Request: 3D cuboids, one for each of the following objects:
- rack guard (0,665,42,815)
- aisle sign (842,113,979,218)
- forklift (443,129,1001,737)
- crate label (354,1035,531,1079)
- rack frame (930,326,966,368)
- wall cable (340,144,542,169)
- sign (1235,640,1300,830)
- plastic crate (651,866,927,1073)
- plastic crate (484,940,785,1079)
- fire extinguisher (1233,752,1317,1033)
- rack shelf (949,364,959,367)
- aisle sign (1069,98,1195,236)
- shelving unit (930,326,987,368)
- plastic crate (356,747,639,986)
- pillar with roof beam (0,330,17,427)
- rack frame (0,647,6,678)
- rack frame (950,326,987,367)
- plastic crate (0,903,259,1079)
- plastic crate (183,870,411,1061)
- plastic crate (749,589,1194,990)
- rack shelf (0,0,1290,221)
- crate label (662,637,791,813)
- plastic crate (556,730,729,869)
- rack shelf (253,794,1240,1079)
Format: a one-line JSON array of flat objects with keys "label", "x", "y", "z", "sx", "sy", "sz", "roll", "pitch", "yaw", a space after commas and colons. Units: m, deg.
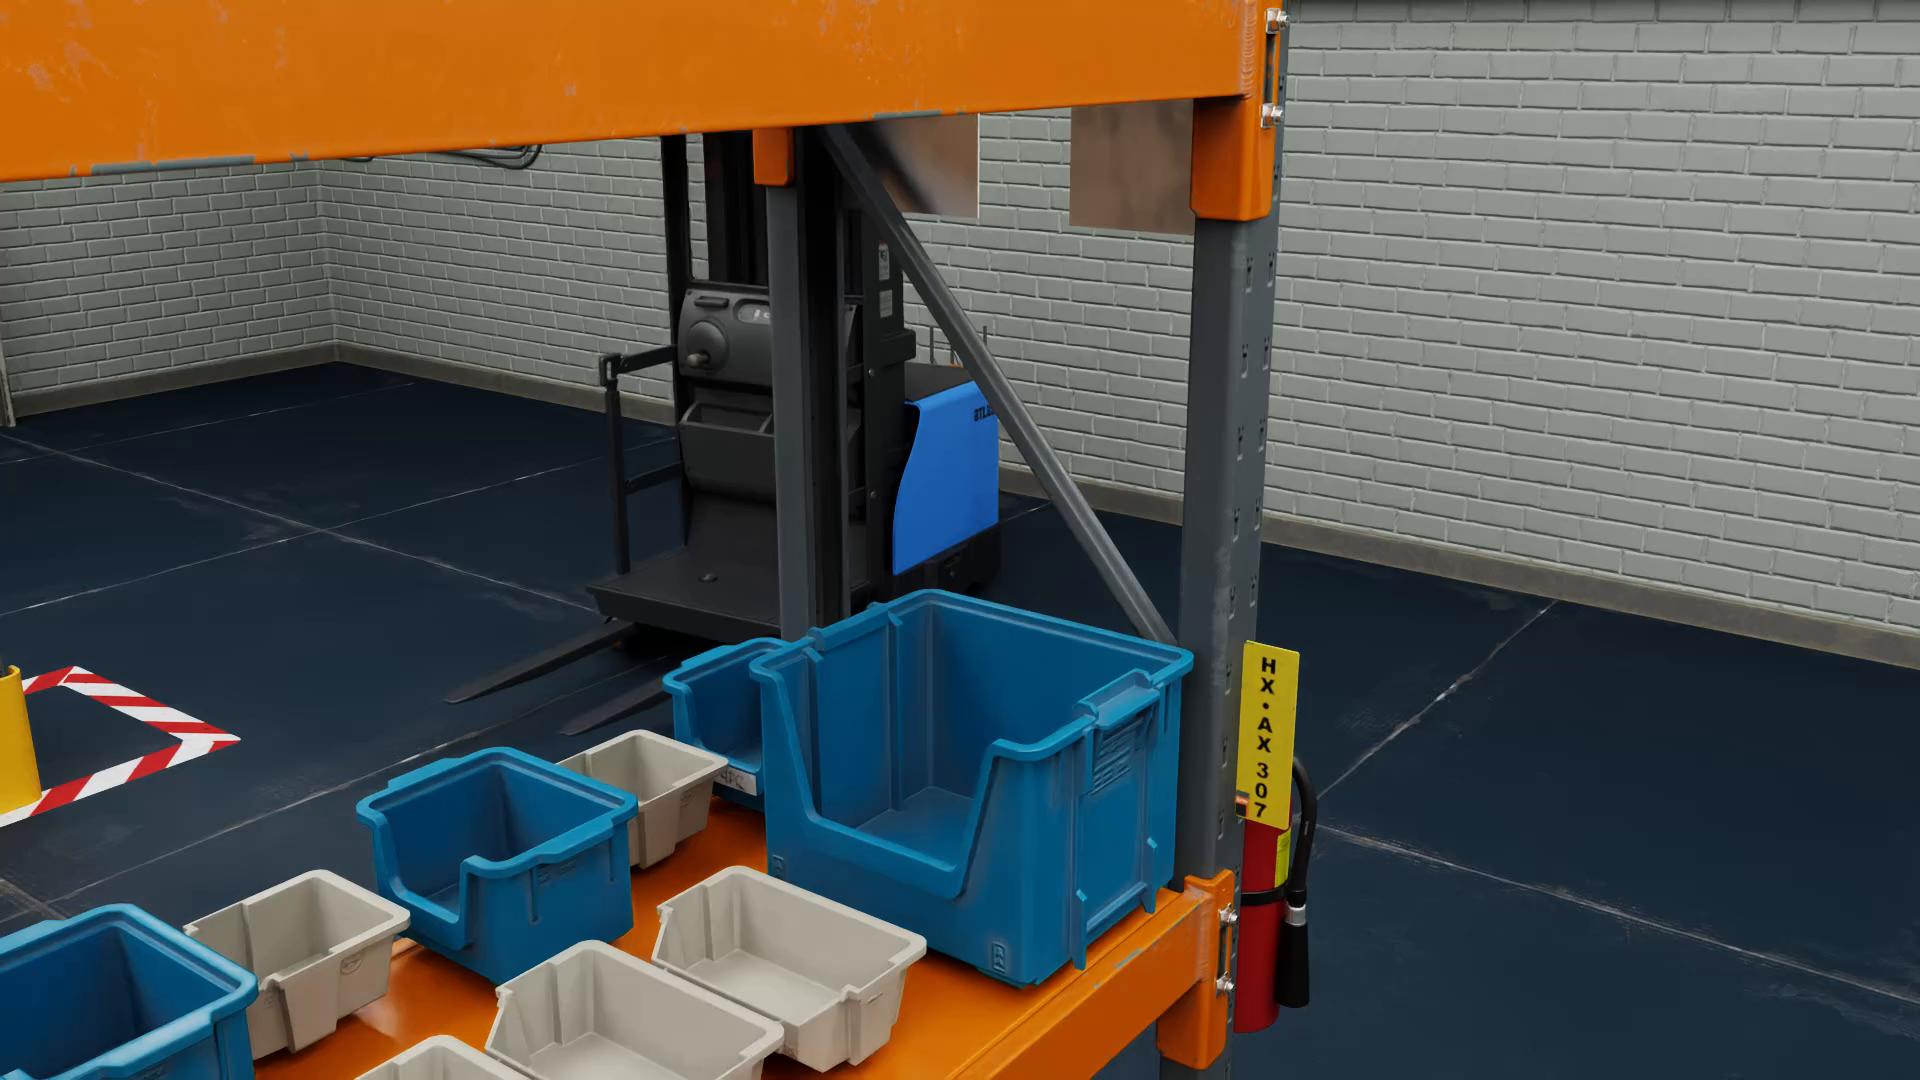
[{"label": "rack guard", "x": -3.950, "y": 0.654, "z": 6.294, "sx": 1.175, "sy": 0.500, "sz": 0.348, "roll": 12, "pitch": 21, "yaw": 35}, {"label": "aisle sign", "x": -0.125, "y": -0.992, "z": 2.998, "sx": 0.394, "sy": 0.787, "sz": 0.004, "roll": 12, "pitch": 21, "yaw": 35}, {"label": "forklift", "x": -0.967, "y": -0.900, "z": 7.198, "sx": 1.130, "sy": 2.935, "sz": 3.031, "roll": 10, "pitch": 20, "yaw": 29}, {"label": "crate label", "x": -0.600, "y": 0.779, "z": 2.020, "sx": 0.396, "sy": 0.136, "sz": 0.243, "roll": 12, "pitch": 21, "yaw": 35}, {"label": "rack frame", "x": -0.063, "y": -0.548, "z": 8.985, "sx": 0.240, "sy": 1.200, "sz": 0.006, "roll": 12, "pitch": 21, "yaw": 35}, {"label": "wall cable", "x": -4.229, "y": -4.098, "z": 12.503, "sx": 3.097, "sy": 2.526, "sz": 0.112, "roll": 12, "pitch": 21, "yaw": 35}, {"label": "sign", "x": 0.522, "y": 0.334, "z": 2.835, "sx": 0.100, "sy": 0.325, "sz": 0.005, "roll": 12, "pitch": 21, "yaw": 35}, {"label": "plastic crate", "x": -0.270, "y": 0.642, "z": 2.462, "sx": 0.396, "sy": 0.136, "sz": 0.243, "roll": 12, "pitch": 21, "yaw": 35}, {"label": "plastic crate", "x": -0.454, "y": 0.709, "z": 2.247, "sx": 0.396, "sy": 0.136, "sz": 0.243, "roll": 12, "pitch": 21, "yaw": 35}, {"label": "fire extinguisher", "x": 0.526, "y": 0.578, "z": 3.084, "sx": 0.296, "sy": 0.674, "sz": 0.183, "roll": 12, "pitch": 21, "yaw": 35}, {"label": "rack shelf", "x": -0.009, "y": -0.871, "z": 8.961, "sx": 0.258, "sy": 0.103, "sz": 0.180, "roll": 12, "pitch": 21, "yaw": 35}, {"label": "aisle sign", "x": 0.349, "y": -0.888, "z": 2.663, "sx": 0.394, "sy": 0.787, "sz": 0.004, "roll": 12, "pitch": 21, "yaw": 35}, {"label": "shelving unit", "x": -0.009, "y": -0.570, "z": 9.055, "sx": 0.258, "sy": 1.200, "sz": 0.189, "roll": 12, "pitch": 21, "yaw": 35}, {"label": "plastic crate", "x": -0.733, "y": 0.527, "z": 2.669, "sx": 0.416, "sy": 0.233, "sz": 0.300, "roll": 12, "pitch": 21, "yaw": 35}, {"label": "pillar with roof beam", "x": -3.514, "y": -4.332, "z": 8.021, "sx": 9.100, "sy": 9.000, "sz": 0.400, "roll": 12, "pitch": 21, "yaw": 35}, {"label": "rack frame", "x": -3.905, "y": -0.558, "z": 5.981, "sx": 1.000, "sy": 3.000, "sz": 0.127, "roll": 12, "pitch": 21, "yaw": 35}, {"label": "rack frame", "x": 0.046, "y": -0.591, "z": 9.125, "sx": 0.240, "sy": 1.200, "sz": 0.006, "roll": 12, "pitch": 21, "yaw": 35}, {"label": "plastic crate", "x": -1.125, "y": 0.684, "z": 2.164, "sx": 0.416, "sy": 0.233, "sz": 0.300, "roll": 12, "pitch": 21, "yaw": 35}, {"label": "plastic crate", "x": -1.003, "y": 0.640, "z": 2.469, "sx": 0.250, "sy": 0.136, "sz": 0.298, "roll": 12, "pitch": 21, "yaw": 35}, {"label": "plastic crate", "x": 0.021, "y": 0.386, "z": 2.783, "sx": 0.616, "sy": 0.435, "sz": 0.499, "roll": 12, "pitch": 21, "yaw": 35}, {"label": "rack shelf", "x": -1.121, "y": -0.294, "z": 1.288, "sx": 1.077, "sy": 0.370, "sz": 4.000, "roll": 12, "pitch": 21, "yaw": 35}, {"label": "crate label", "x": -0.341, "y": 0.371, "z": 3.174, "sx": 0.416, "sy": 0.233, "sz": 0.303, "roll": 12, "pitch": 21, "yaw": 35}, {"label": "plastic crate", "x": -0.598, "y": 0.478, "z": 2.989, "sx": 0.250, "sy": 0.136, "sz": 0.298, "roll": 12, "pitch": 21, "yaw": 35}, {"label": "rack shelf", "x": -1.121, "y": 1.139, "z": 1.732, "sx": 1.077, "sy": 0.370, "sz": 4.000, "roll": 12, "pitch": 21, "yaw": 35}]
